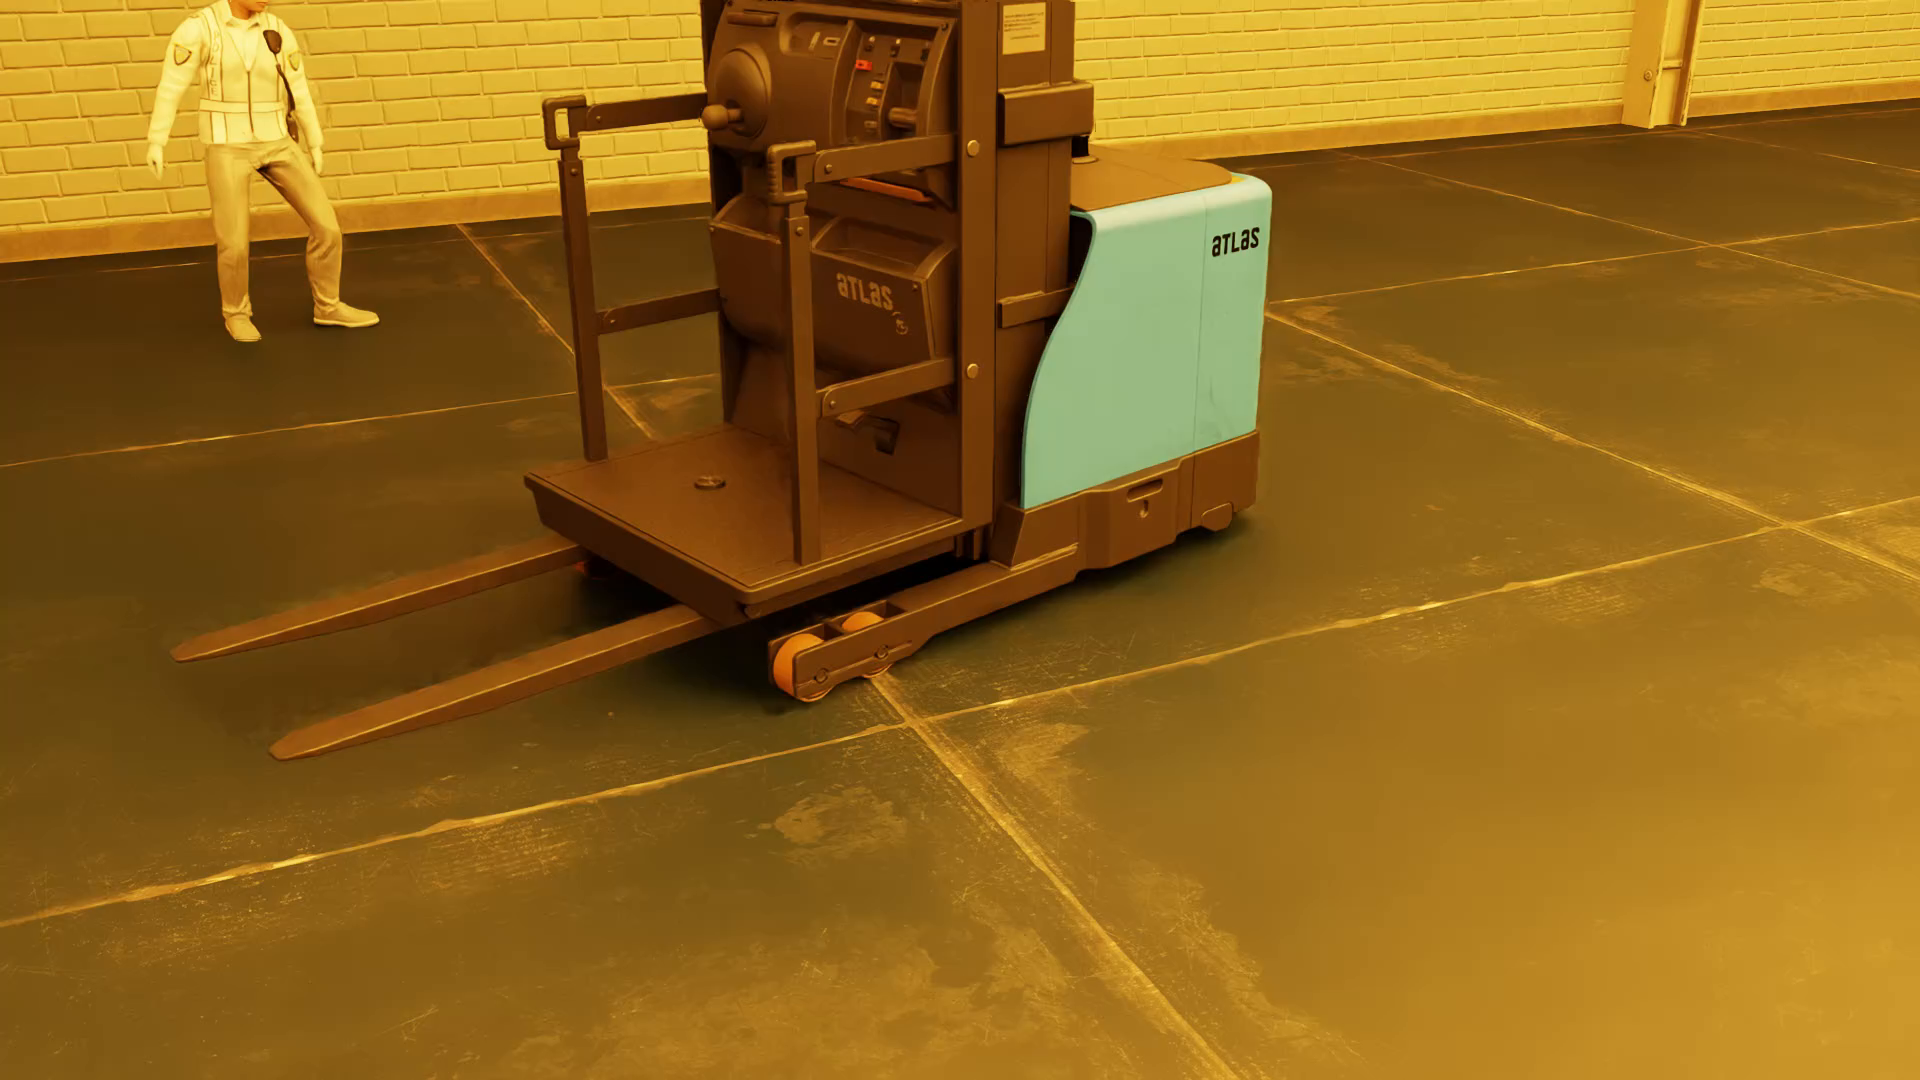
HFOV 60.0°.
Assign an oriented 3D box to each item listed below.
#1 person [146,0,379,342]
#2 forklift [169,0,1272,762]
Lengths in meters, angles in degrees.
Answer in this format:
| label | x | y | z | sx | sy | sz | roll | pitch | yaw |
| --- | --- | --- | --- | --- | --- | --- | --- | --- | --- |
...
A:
| label | x | y | z | sx | sy | sz | roll | pitch | yaw |
| --- | --- | --- | --- | --- | --- | --- | --- | --- | --- |
| person | -2.972 | -1.632 | 6.980 | 0.810 | 1.643 | 0.423 | -15 | 27 | -32 |
| forklift | -0.505 | -1.177 | 4.119 | 3.031 | 2.935 | 1.130 | -19 | 29 | -38 |
